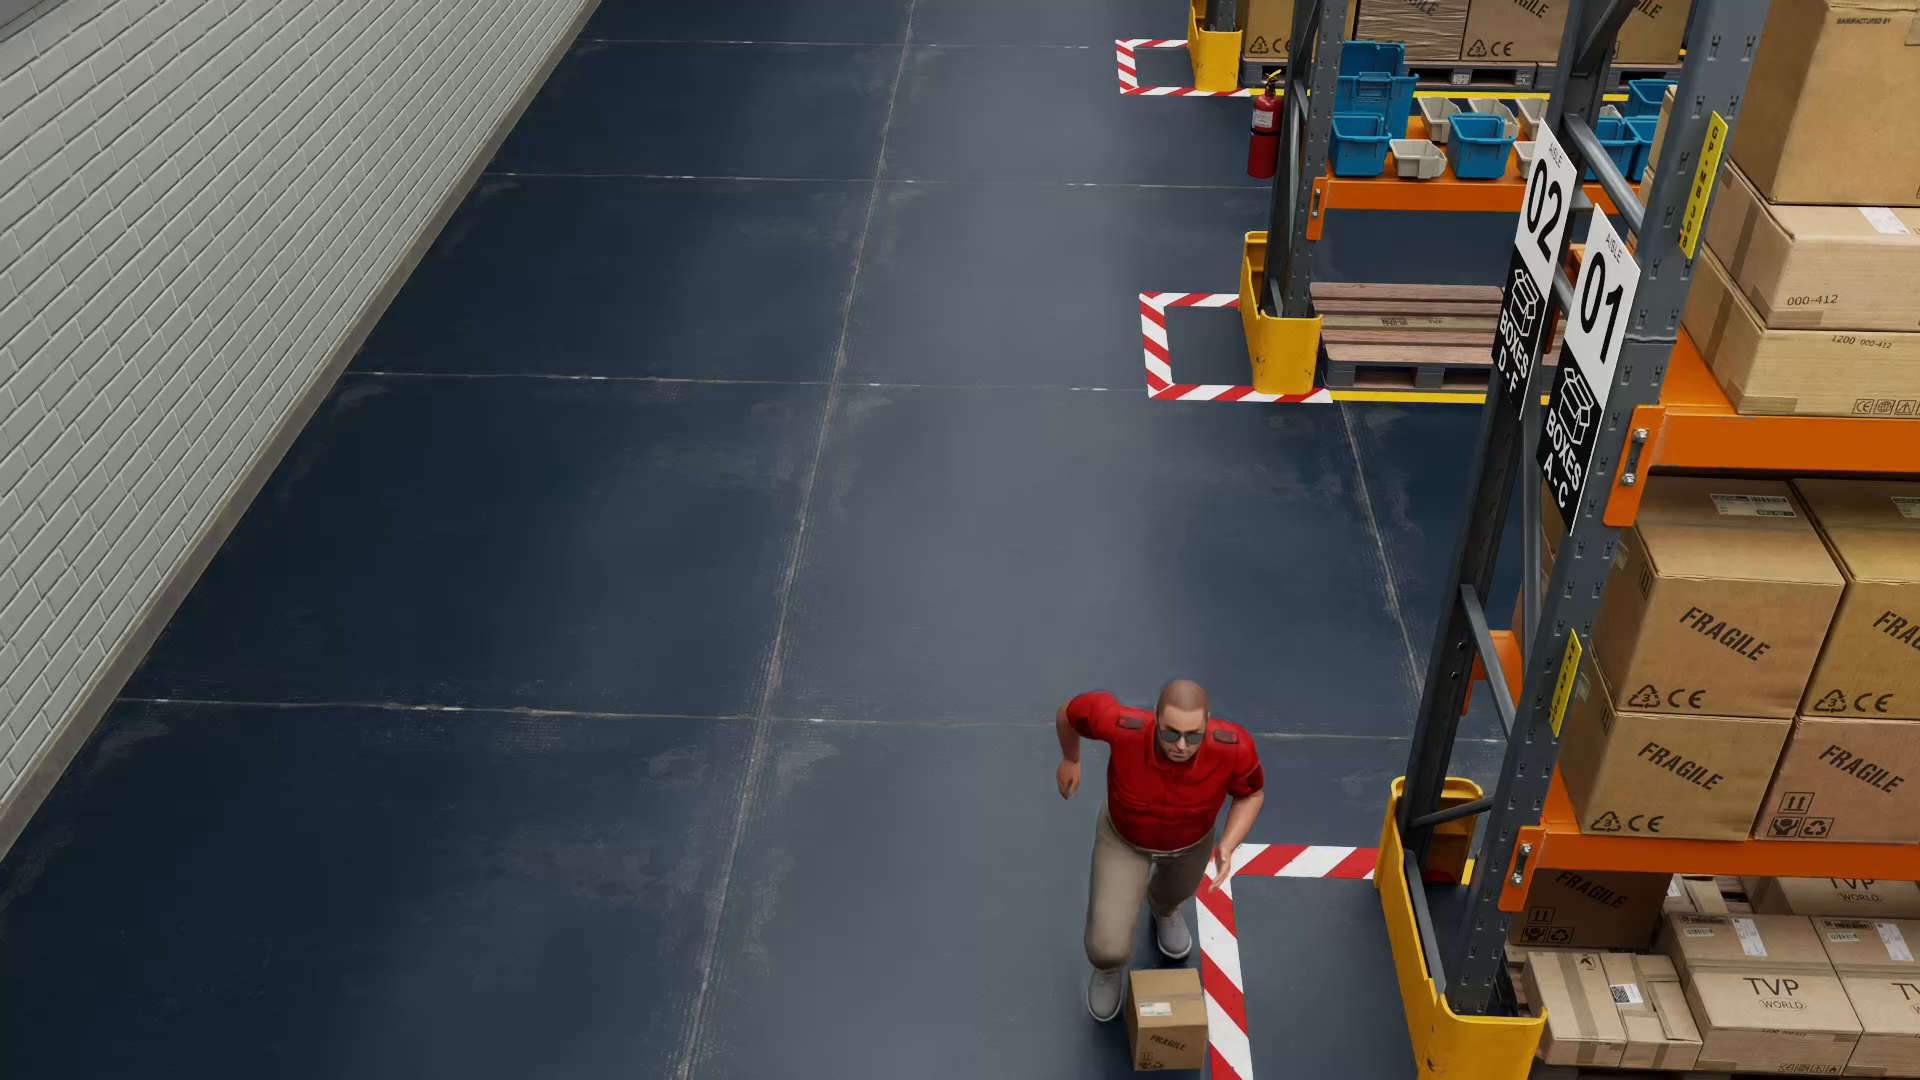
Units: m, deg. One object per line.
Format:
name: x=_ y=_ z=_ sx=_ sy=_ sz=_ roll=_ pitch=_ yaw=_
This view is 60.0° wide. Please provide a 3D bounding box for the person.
person: x=0.671 y=1.002 z=5.704 sx=0.663 sy=1.549 sz=0.910 roll=-2 pitch=36 yaw=-3
